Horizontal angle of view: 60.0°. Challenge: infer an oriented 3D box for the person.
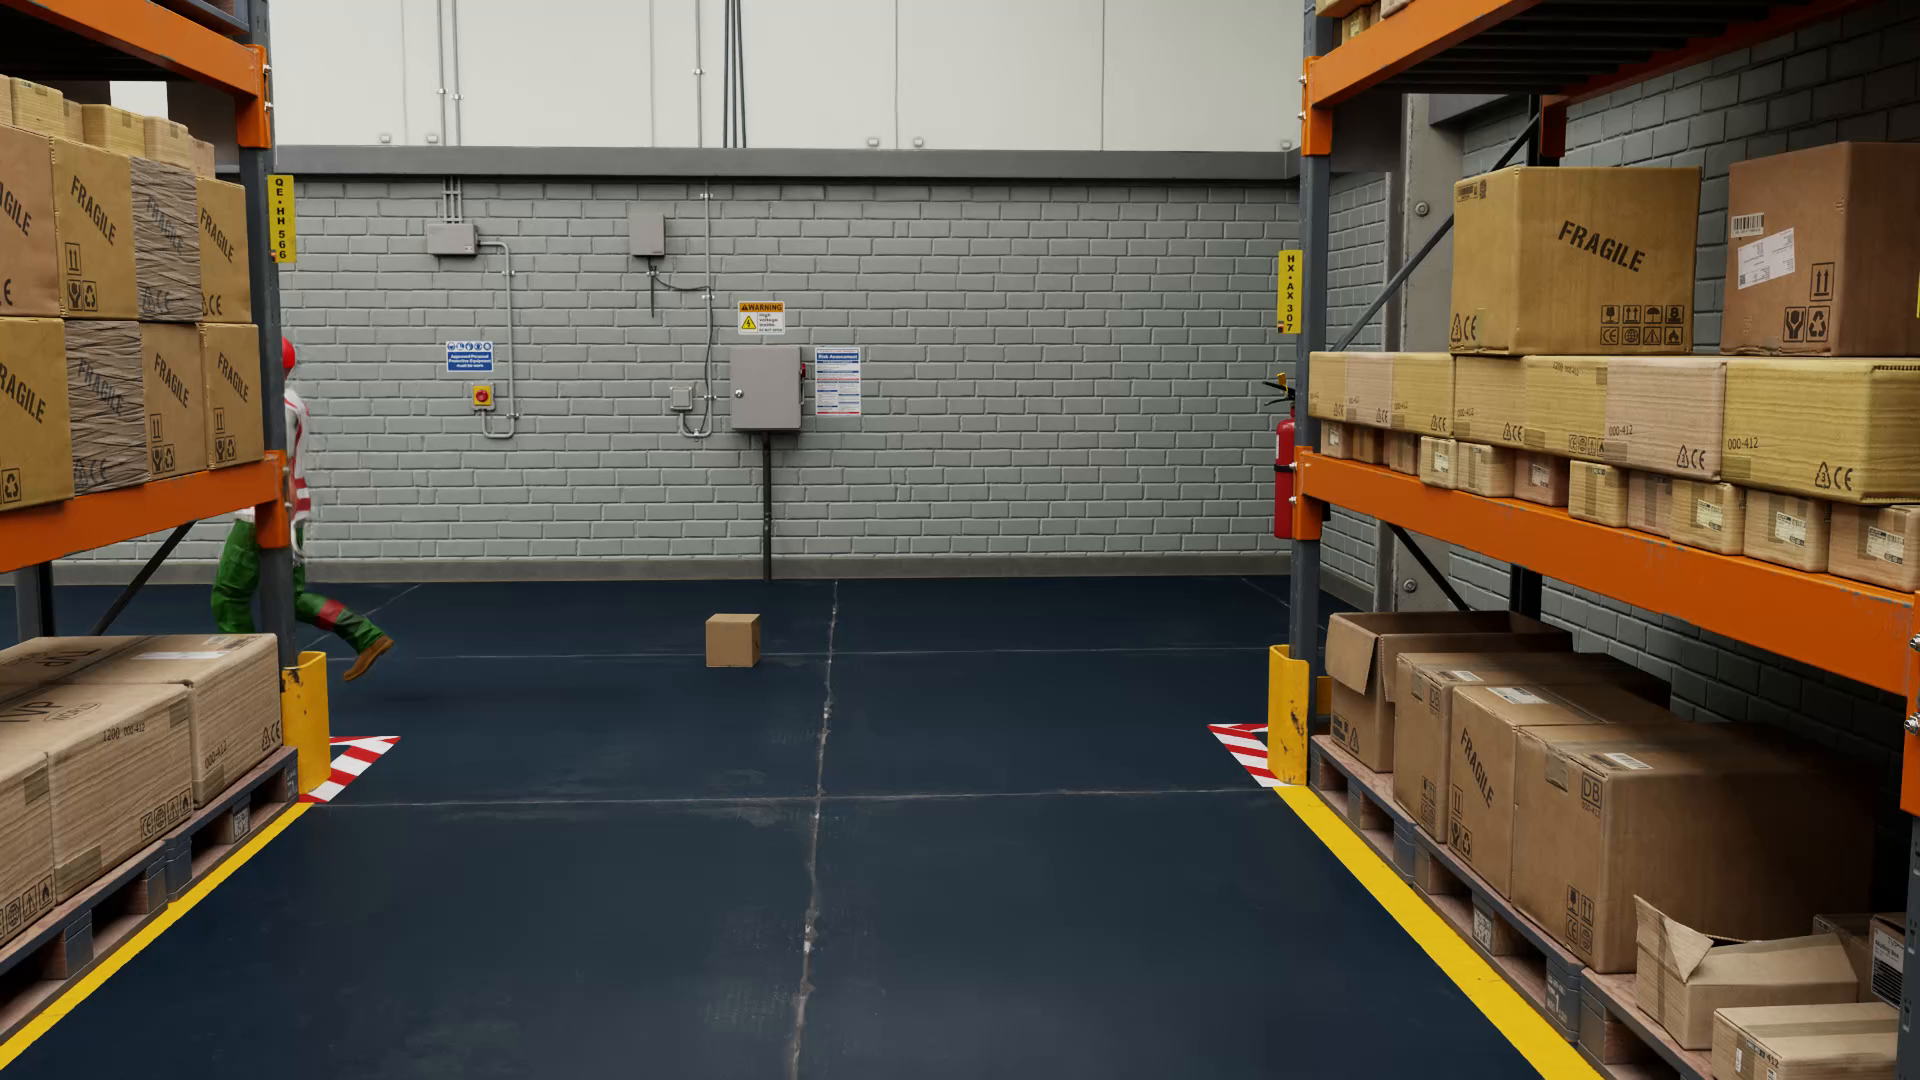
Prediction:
[{"bbox_3d":[-3.209,-0.095,7.890,0.940,1.757,0.568,-1,7,-9],"label":"person"}]
